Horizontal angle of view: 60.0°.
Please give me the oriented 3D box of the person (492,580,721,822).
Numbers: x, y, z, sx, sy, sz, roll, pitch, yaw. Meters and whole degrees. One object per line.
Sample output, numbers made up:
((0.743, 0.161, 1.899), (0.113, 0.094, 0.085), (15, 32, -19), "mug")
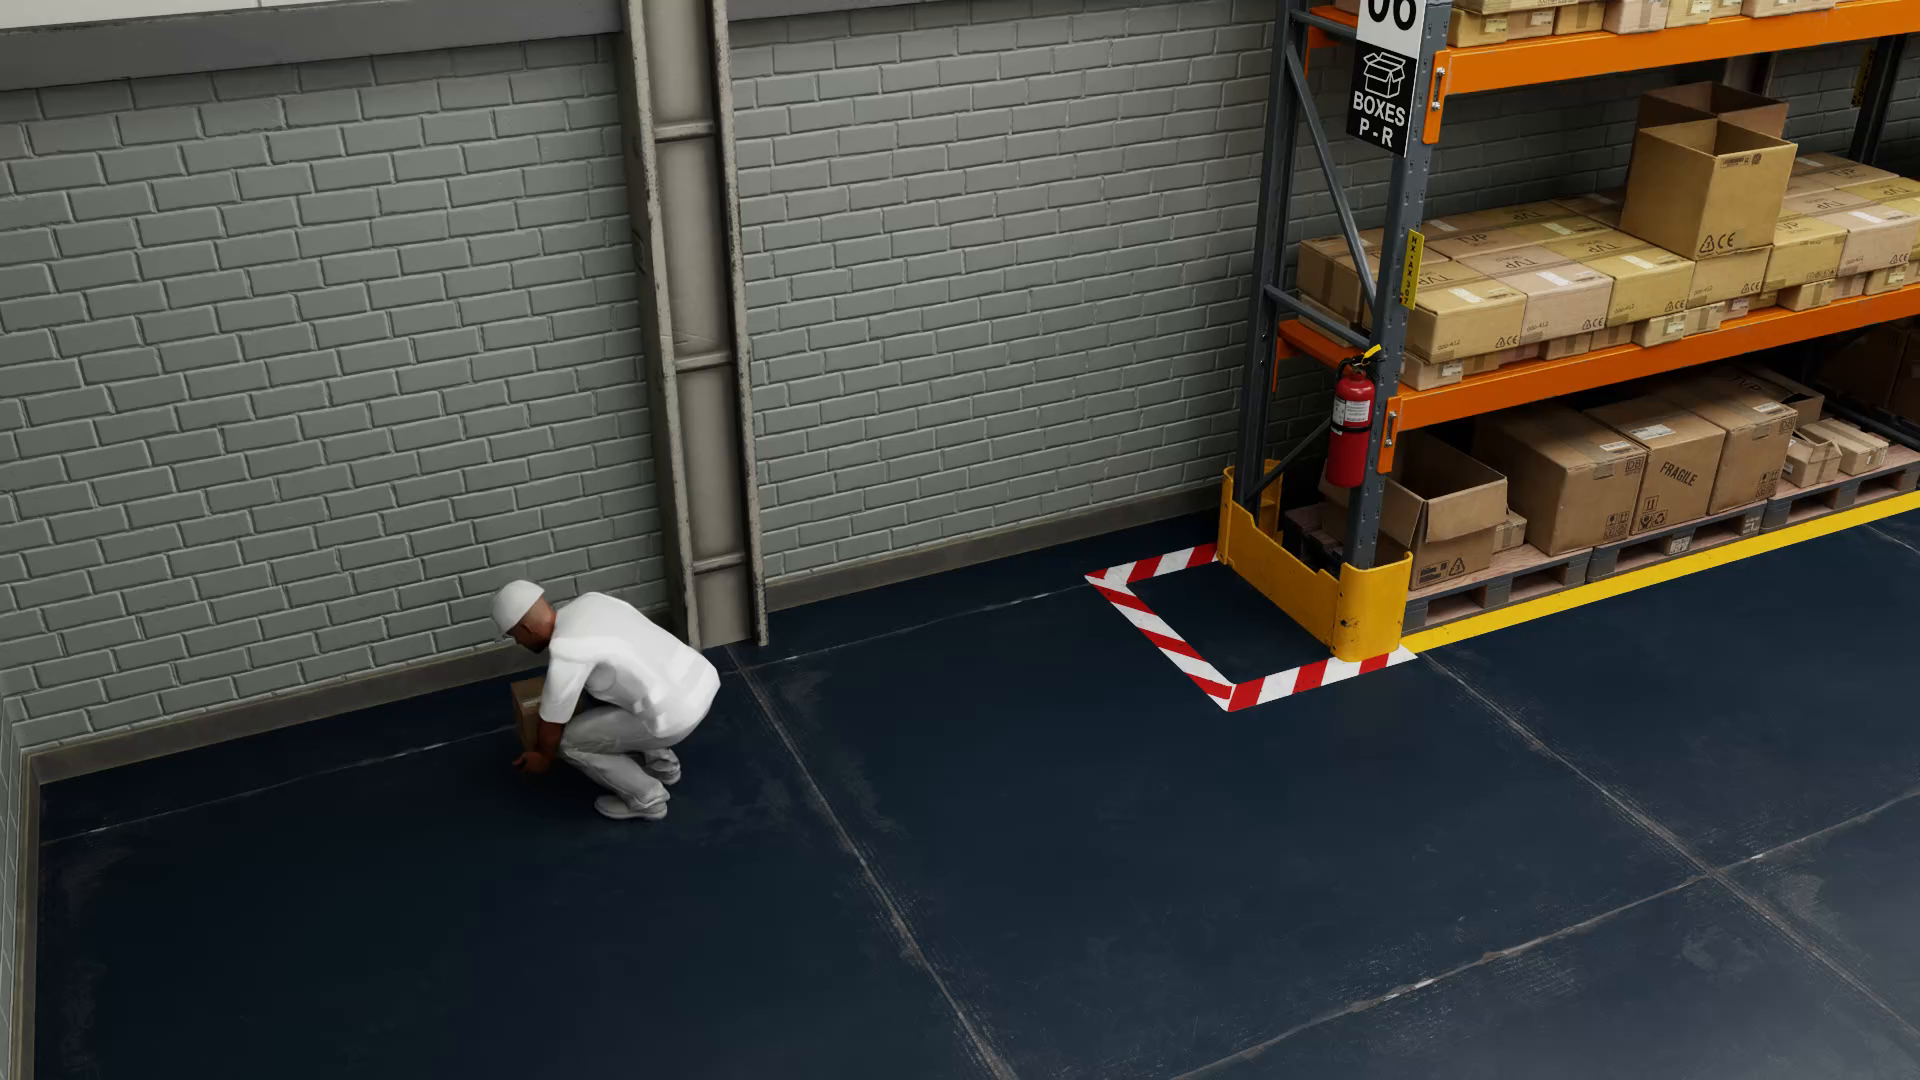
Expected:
((-1.452, 0.630, 6.748), (0.909, 1.019, 0.574), (6, 30, 11), "person")
